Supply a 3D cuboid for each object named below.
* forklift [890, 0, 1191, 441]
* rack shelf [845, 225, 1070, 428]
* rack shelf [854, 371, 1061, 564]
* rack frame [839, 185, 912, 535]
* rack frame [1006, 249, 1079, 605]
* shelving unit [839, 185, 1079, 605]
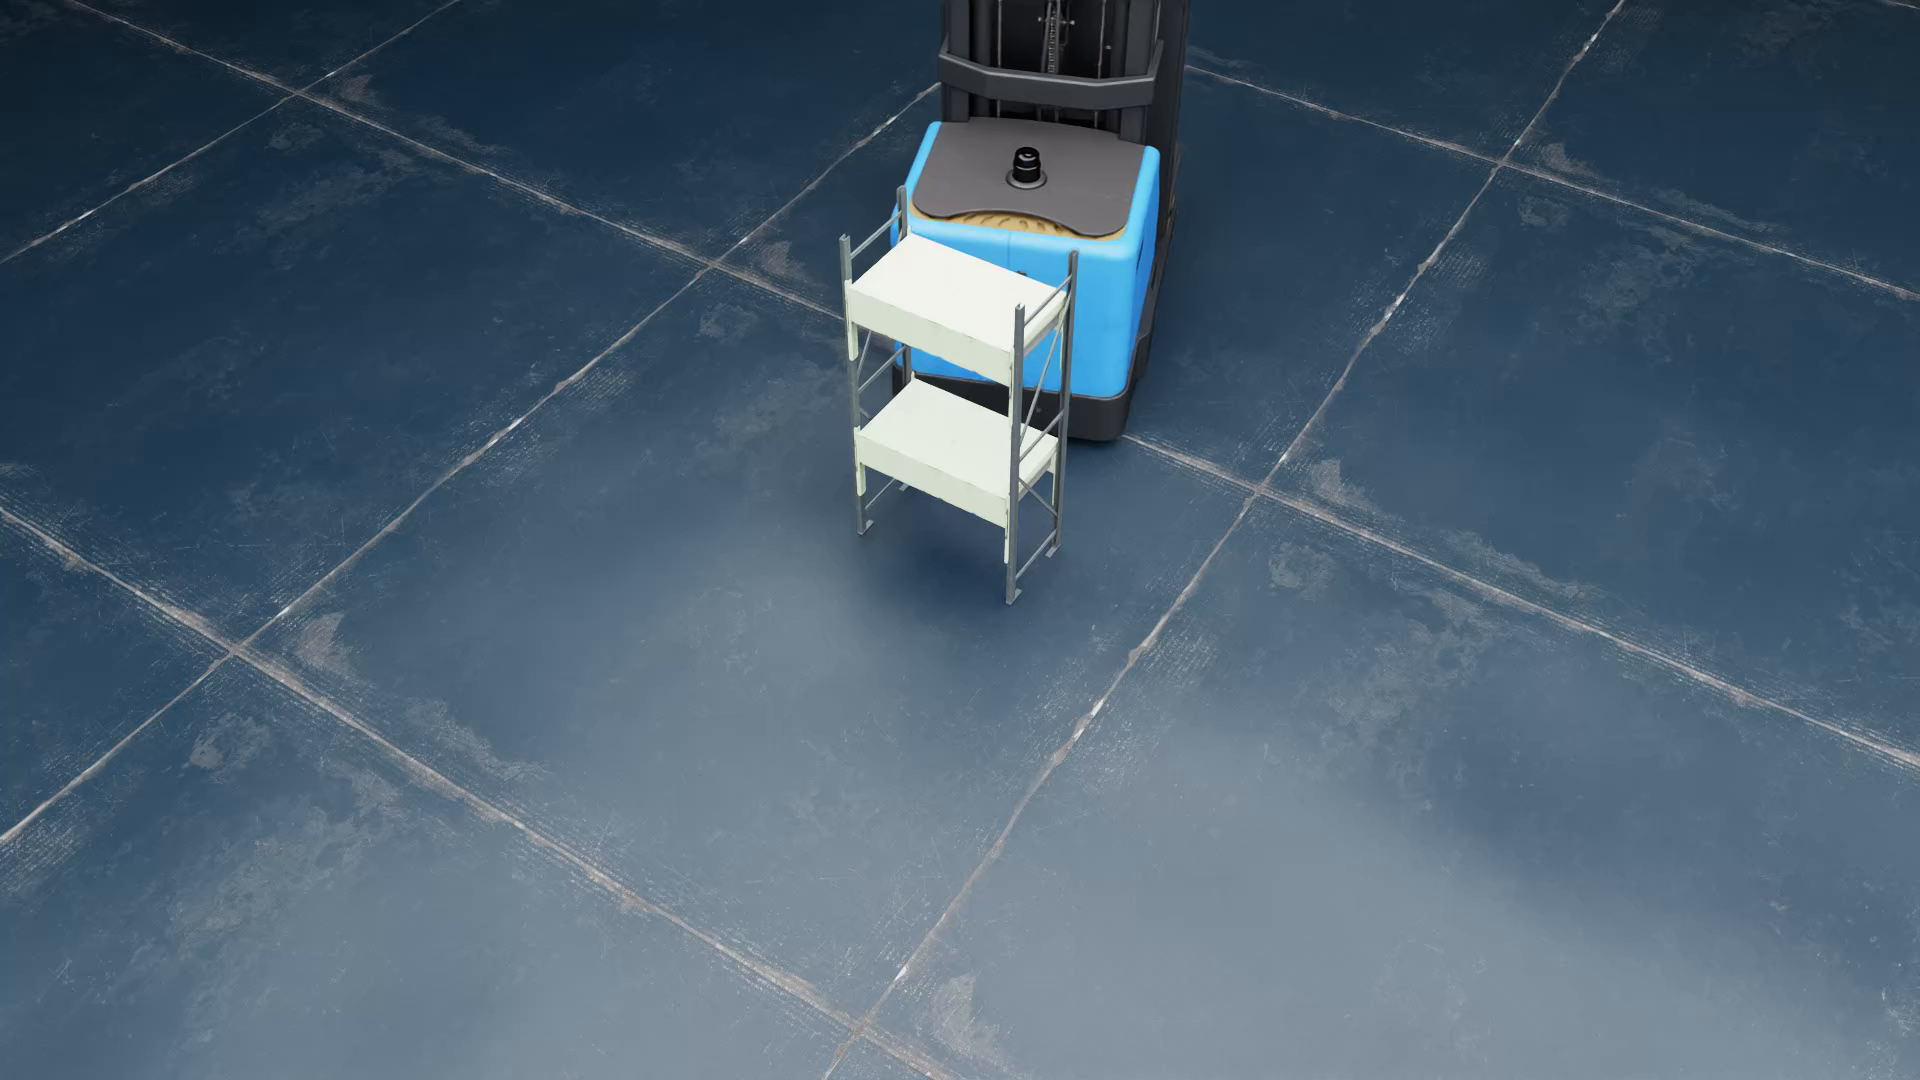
[{"bbox_3d":[0.507,-2.530,7.387,1.130,2.935,3.031,9,46,8],"label":"forklift"},{"bbox_3d":[-0.006,-0.797,6.157,0.720,0.370,0.431,25,51,22],"label":"rack shelf"},{"bbox_3d":[-0.006,-0.298,6.670,0.720,0.370,0.431,25,51,22],"label":"rack shelf"},{"bbox_3d":[-0.314,-0.667,6.574,0.023,1.500,0.400,25,51,22],"label":"rack frame"},{"bbox_3d":[0.302,-0.384,6.299,0.023,1.500,0.400,25,51,22],"label":"rack frame"},{"bbox_3d":[-0.006,-0.525,6.436,0.755,1.500,0.431,25,51,22],"label":"shelving unit"}]
